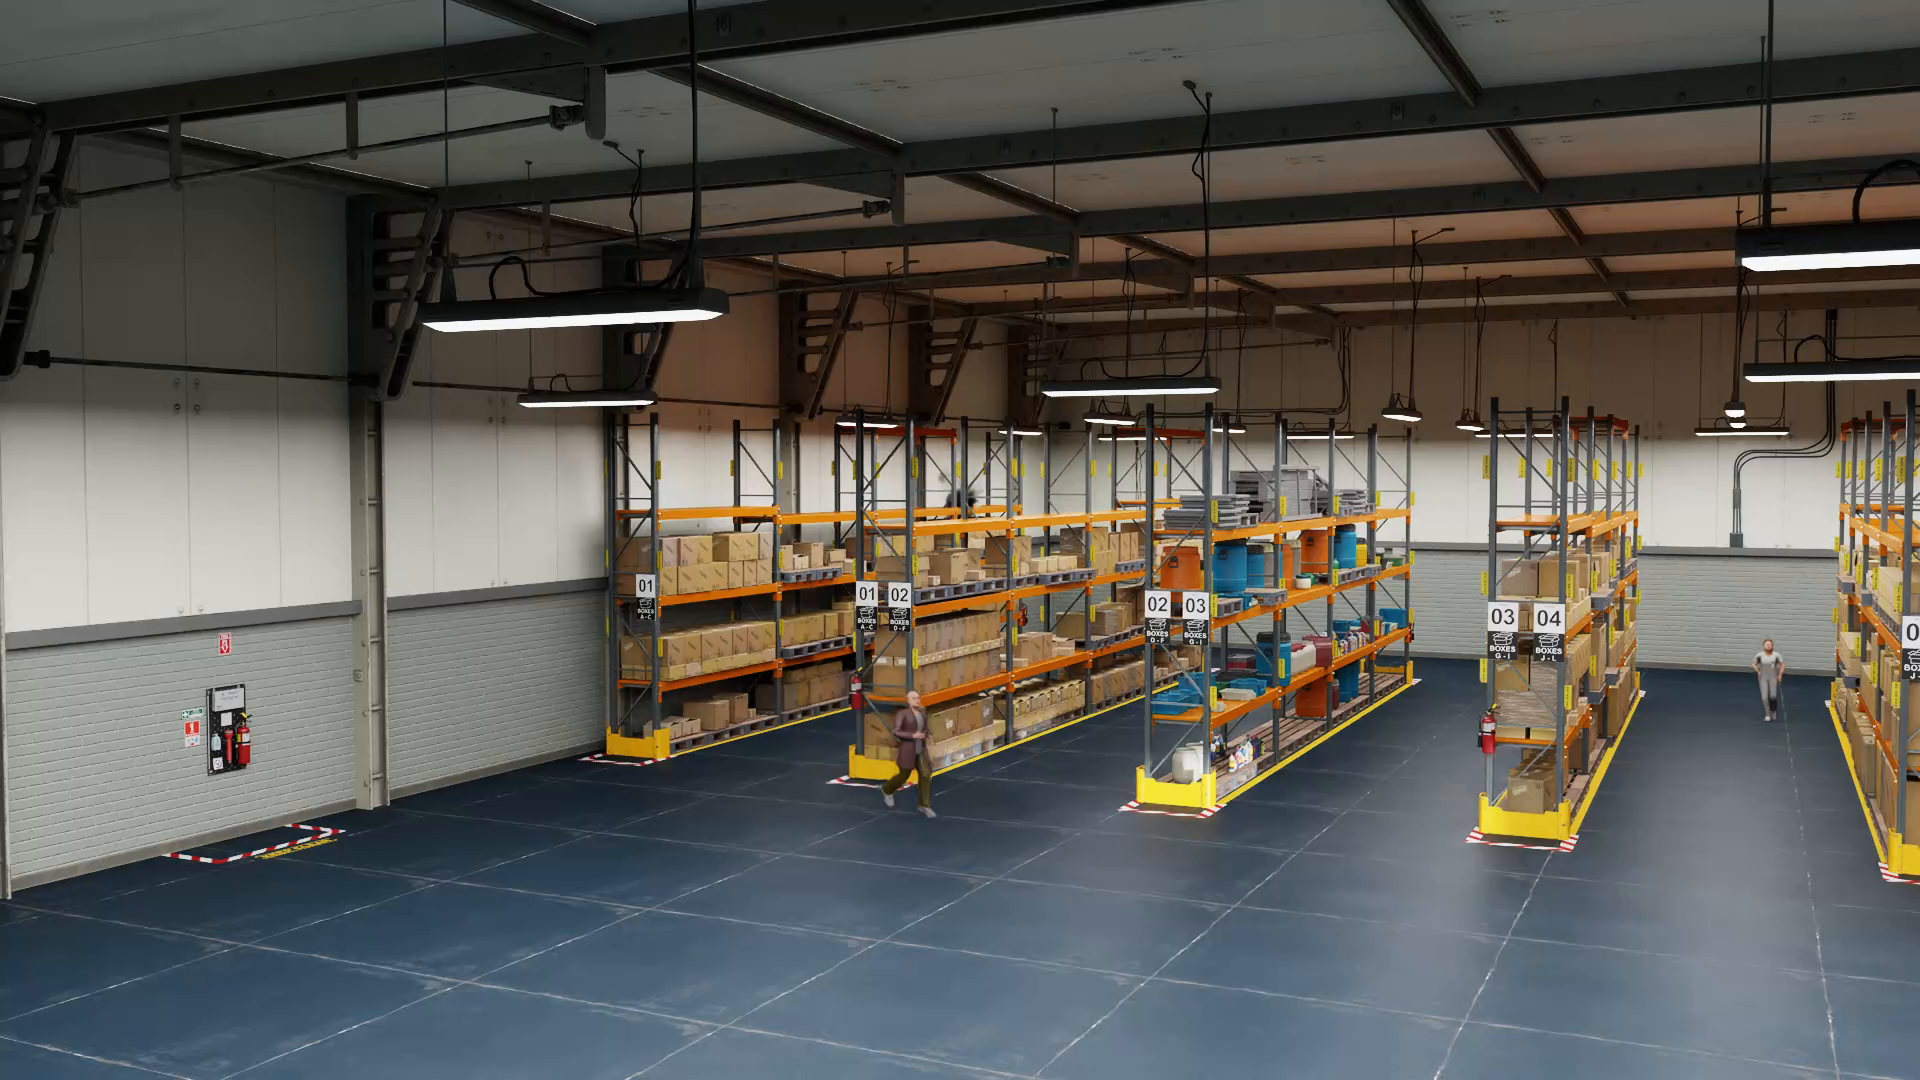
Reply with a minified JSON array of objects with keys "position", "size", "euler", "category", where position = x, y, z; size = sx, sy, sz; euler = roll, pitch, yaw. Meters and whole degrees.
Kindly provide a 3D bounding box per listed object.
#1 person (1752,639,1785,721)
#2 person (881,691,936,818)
[{"position":[16.048,2.786,33.035],"size":[0.576,1.631,0.552],"euler":[1,3,29],"category":"person"},{"position":[-0.718,3.090,24.233],"size":[0.719,1.801,1.060],"euler":[-2,3,-37],"category":"person"}]
